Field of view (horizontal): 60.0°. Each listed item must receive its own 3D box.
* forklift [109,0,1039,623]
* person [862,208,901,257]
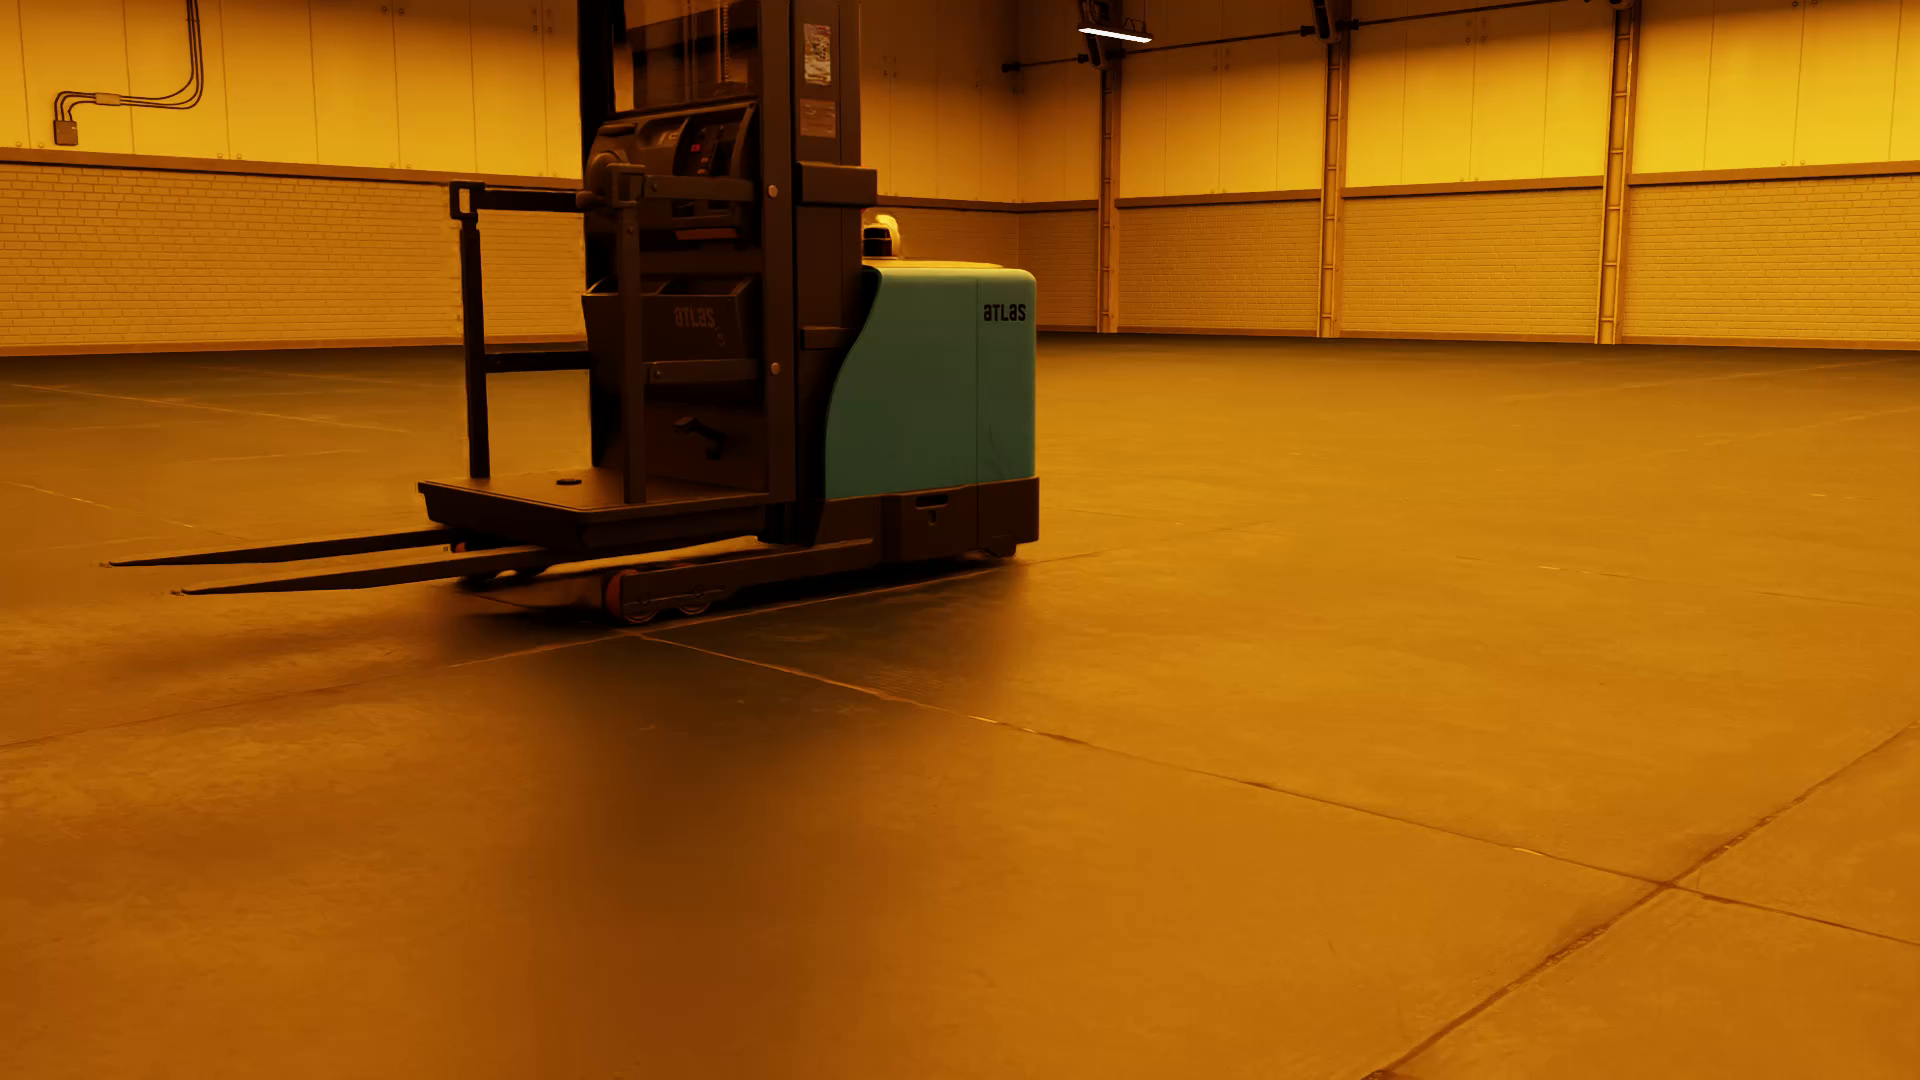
[{"bbox_3d":[-1.125,-1.283,5.394,3.031,2.935,1.130,-8,12,-42],"label":"forklift"},{"bbox_3d":[-0.486,-0.936,7.335,0.694,1.602,1.079,6,10,35],"label":"person"}]
